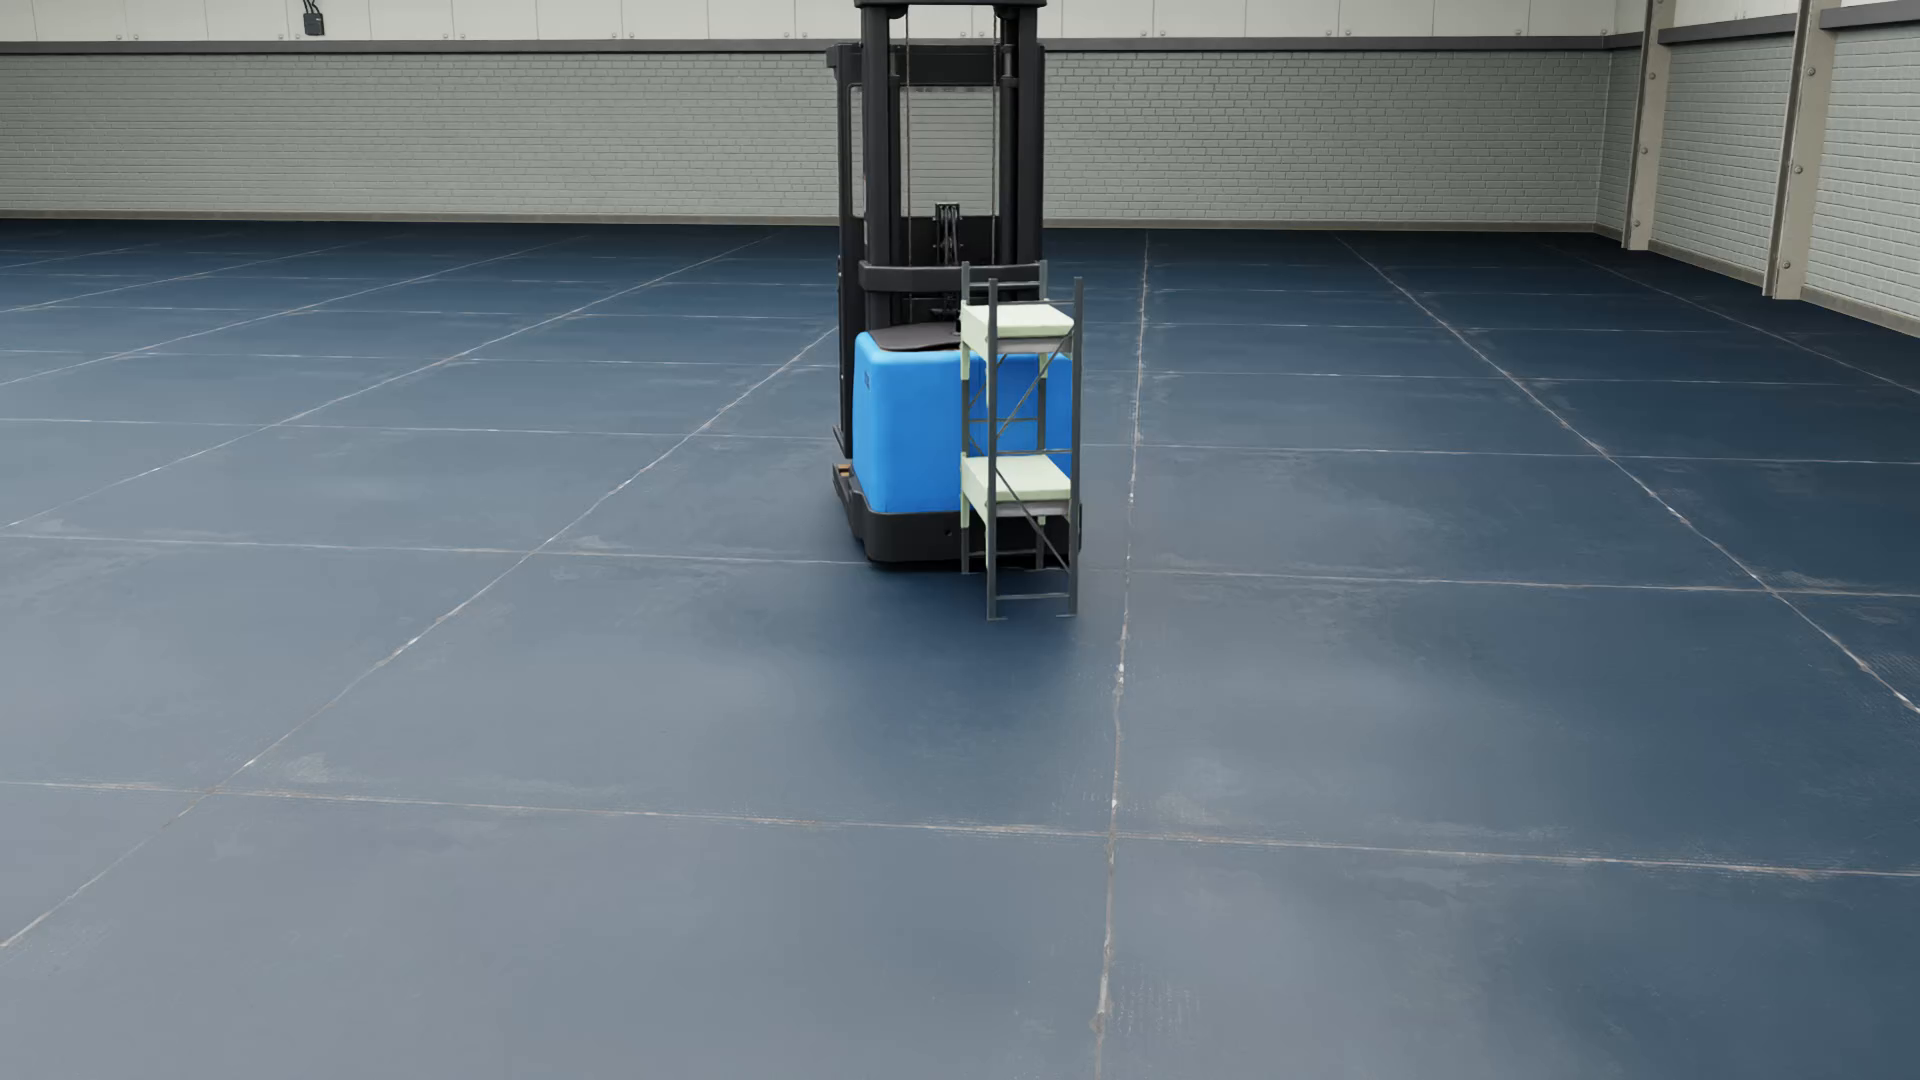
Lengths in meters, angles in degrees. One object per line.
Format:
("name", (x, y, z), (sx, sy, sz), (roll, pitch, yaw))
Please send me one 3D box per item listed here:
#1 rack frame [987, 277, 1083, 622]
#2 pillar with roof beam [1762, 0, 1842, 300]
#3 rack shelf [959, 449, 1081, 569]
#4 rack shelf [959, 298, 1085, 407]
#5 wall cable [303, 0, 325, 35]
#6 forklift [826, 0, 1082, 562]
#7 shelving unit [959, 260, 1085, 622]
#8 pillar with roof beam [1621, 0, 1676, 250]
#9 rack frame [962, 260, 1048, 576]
("rack frame", (0.320, -0.375, 7.174), (0.400, 1.500, 0.023), (-2, 15, -9))
("pillar with roof beam", (5.032, -7.219, 18.121), (9.100, 9.000, 0.400), (2, 15, 6))
("rack shelf", (0.263, -0.154, 7.608), (0.431, 0.370, 0.720), (-2, 15, -9))
("rack shelf", (0.263, -0.846, 7.421), (0.431, 0.370, 0.720), (-2, 15, -9))
("wall cable", (-10.235, -11.660, 28.027), (2.305, 6.003, 0.169), (2, 15, 6))
("forklift", (-0.138, -1.646, 9.135), (1.130, 2.935, 3.031), (-2, 15, -9))
("shelving unit", (0.263, -0.469, 7.523), (0.431, 1.500, 0.755), (-2, 15, -9))
("pillar with roof beam", (5.709, -8.776, 23.876), (9.100, 9.000, 0.400), (2, 15, 6))
("rack frame", (0.207, -0.563, 7.872), (0.400, 1.500, 0.023), (-2, 15, -9))
